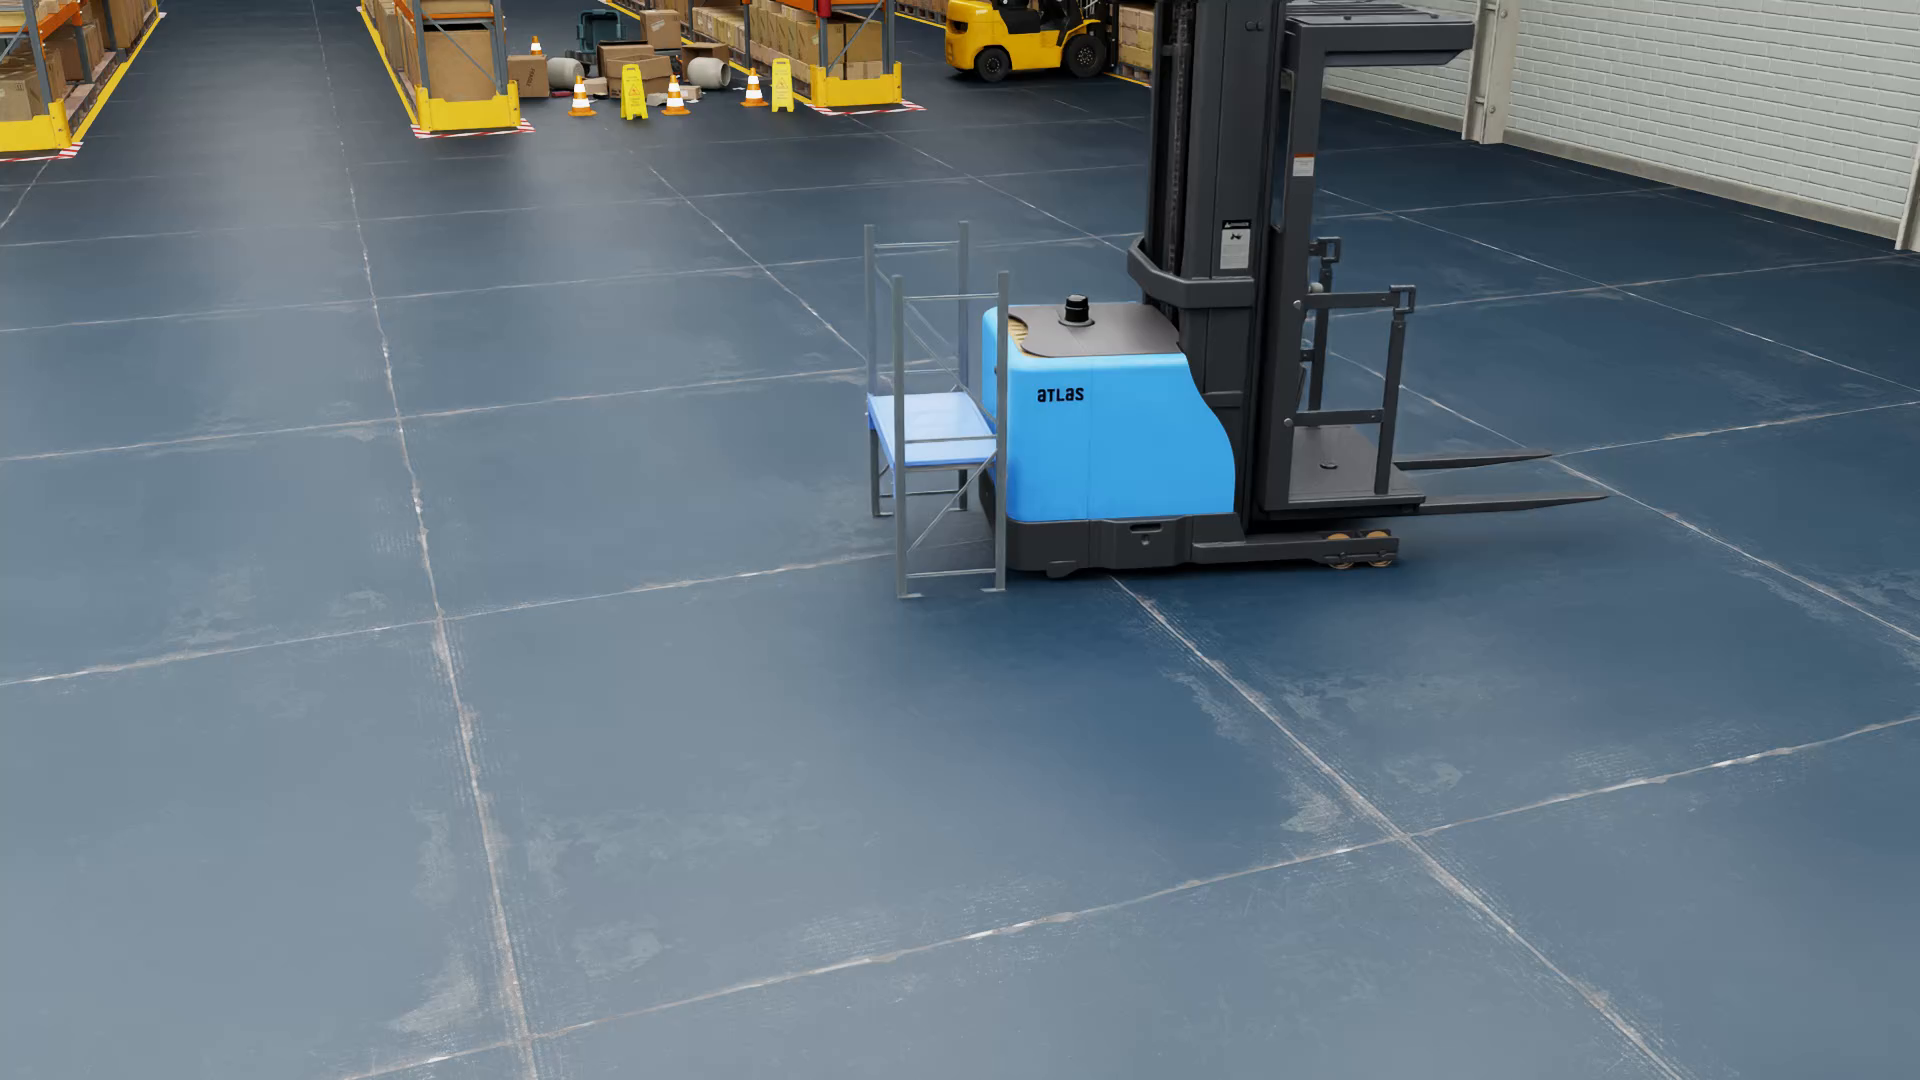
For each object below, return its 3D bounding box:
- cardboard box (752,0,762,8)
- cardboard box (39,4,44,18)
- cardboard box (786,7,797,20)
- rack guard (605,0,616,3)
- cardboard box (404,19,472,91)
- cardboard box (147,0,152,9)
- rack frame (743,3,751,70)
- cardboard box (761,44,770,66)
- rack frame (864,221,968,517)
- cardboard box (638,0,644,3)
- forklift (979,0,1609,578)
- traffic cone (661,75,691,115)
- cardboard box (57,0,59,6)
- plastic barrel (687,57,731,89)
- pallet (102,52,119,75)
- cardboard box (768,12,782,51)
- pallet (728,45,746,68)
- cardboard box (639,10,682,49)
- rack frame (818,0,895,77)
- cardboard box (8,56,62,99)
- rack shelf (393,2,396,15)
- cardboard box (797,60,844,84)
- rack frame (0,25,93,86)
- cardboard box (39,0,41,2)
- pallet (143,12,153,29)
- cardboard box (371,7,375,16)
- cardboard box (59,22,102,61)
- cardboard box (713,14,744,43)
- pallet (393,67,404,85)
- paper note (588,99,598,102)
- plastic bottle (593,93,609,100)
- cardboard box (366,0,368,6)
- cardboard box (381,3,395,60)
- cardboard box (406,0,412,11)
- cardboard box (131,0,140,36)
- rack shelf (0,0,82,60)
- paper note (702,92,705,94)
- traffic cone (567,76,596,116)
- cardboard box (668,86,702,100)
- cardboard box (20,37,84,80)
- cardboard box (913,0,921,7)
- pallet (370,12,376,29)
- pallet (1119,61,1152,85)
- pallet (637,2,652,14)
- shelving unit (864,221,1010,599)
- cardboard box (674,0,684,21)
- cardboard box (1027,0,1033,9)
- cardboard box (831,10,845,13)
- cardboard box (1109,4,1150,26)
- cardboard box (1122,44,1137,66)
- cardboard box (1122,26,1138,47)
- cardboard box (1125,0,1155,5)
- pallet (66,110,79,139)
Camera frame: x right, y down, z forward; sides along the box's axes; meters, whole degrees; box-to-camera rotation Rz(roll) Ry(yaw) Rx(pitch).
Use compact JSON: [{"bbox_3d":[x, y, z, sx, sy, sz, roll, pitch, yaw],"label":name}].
[{"bbox_3d":[-2.801,-7.827,24.158,0.380,0.149,0.250,-8,24,-18],"label":"cardboard box"},{"bbox_3d":[-10.733,-6.043,19.049,0.380,0.149,0.250,-8,24,-19],"label":"cardboard box"},{"bbox_3d":[-2.137,-7.150,22.551,0.380,0.149,0.250,-8,24,-18],"label":"cardboard box"},{"bbox_3d":[-6.993,-11.779,35.552,1.175,0.500,0.348,-8,24,-19],"label":"rack guard"},{"bbox_3d":[-6.541,-6.163,21.206,0.875,0.875,0.875,-9,24,-20],"label":"cardboard box"},{"bbox_3d":[-15.954,-10.555,31.625,0.875,0.875,0.875,-8,24,-19],"label":"cardboard box"},{"bbox_3d":[-2.745,-8.561,24.701,1.000,3.000,0.127,-8,24,-19],"label":"rack frame"},{"bbox_3d":[-2.590,-7.044,24.100,0.500,0.250,0.500,-7,24,-16],"label":"cardboard box"},{"bbox_3d":[-0.209,-0.832,8.292,0.500,1.500,0.032,-4,23,-9],"label":"rack frame"},{"bbox_3d":[-6.010,-11.049,33.361,0.875,0.438,0.875,-9,25,-21],"label":"cardboard box"},{"bbox_3d":[1.657,-1.413,7.829,3.031,2.935,1.130,-3,23,-7],"label":"forklift"},{"bbox_3d":[-3.609,-5.642,21.041,0.336,0.463,0.334,-8,24,-19],"label":"traffic cone"},{"bbox_3d":[-11.149,-6.501,20.136,0.380,0.149,0.250,-8,24,-19],"label":"cardboard box"},{"bbox_3d":[-3.478,-6.464,23.041,0.512,0.421,0.421,8,24,18],"label":"plastic barrel"},{"bbox_3d":[-13.155,-7.086,24.791,1.003,0.211,1.213,-8,24,-19],"label":"pallet"},{"bbox_3d":[-2.408,-7.201,23.506,0.500,0.500,0.500,-7,24,-16],"label":"cardboard box"},{"bbox_3d":[-3.022,-7.559,25.913,1.003,0.211,1.213,-8,24,-19],"label":"pallet"},{"bbox_3d":[-4.400,-7.503,24.434,0.500,0.500,0.500,-8,24,-19],"label":"cardboard box"},{"bbox_3d":[-1.332,-7.108,21.252,1.000,3.000,0.127,-8,24,-19],"label":"rack frame"},{"bbox_3d":[-11.410,-5.671,20.520,0.500,0.500,0.500,-11,25,-24],"label":"cardboard box"},{"bbox_3d":[-8.047,-8.241,24.866,1.077,0.370,4.000,-8,24,-19],"label":"rack shelf"},{"bbox_3d":[-1.878,-6.300,22.335,0.500,0.250,0.500,-8,24,-19],"label":"cardboard box"},{"bbox_3d":[-12.016,-7.202,21.475,1.000,3.000,0.127,-8,24,-19],"label":"rack frame"},{"bbox_3d":[-11.197,-6.488,19.269,0.875,0.500,0.500,-8,24,-19],"label":"cardboard box"},{"bbox_3d":[-15.473,-9.555,30.647,1.003,0.211,1.213,-8,24,-19],"label":"pallet"},{"bbox_3d":[-10.624,-9.728,30.598,0.380,0.149,0.250,-8,24,-18],"label":"cardboard box"},{"bbox_3d":[-12.966,-7.266,24.278,0.700,0.500,0.500,-10,25,-23],"label":"cardboard box"},{"bbox_3d":[-3.437,-8.247,26.798,0.950,0.372,0.625,-8,24,-17],"label":"cardboard box"},{"bbox_3d":[-7.683,-6.831,24.185,1.003,0.211,1.213,-8,24,-19],"label":"pallet"},{"bbox_3d":[-4.878,-5.811,22.000,0.144,0.017,0.142,0,23,-1],"label":"paper note"},{"bbox_3d":[-4.834,-5.960,22.312,0.133,0.061,0.283,-18,29,-37],"label":"plastic bottle"},{"bbox_3d":[-11.443,-10.570,32.597,0.380,0.149,0.250,-8,24,-18],"label":"cardboard box"},{"bbox_3d":[-7.981,-7.567,24.696,1.050,0.750,0.750,-8,24,-19],"label":"cardboard box"},{"bbox_3d":[-6.315,-6.787,20.297,0.875,0.550,0.550,-8,24,-19],"label":"cardboard box"},{"bbox_3d":[-14.281,-8.769,27.387,1.225,0.875,0.875,-9,25,-21],"label":"cardboard box"},{"bbox_3d":[-11.310,-6.144,19.890,1.077,0.370,4.000,-8,24,-19],"label":"rack shelf"},{"bbox_3d":[-3.504,-6.118,22.752,0.032,0.001,0.123,-8,24,-19],"label":"paper note"},{"bbox_3d":[-4.786,-5.611,20.967,0.336,0.463,0.334,-8,24,-19],"label":"traffic cone"},{"bbox_3d":[-3.685,-5.993,22.278,0.380,0.149,0.250,4,23,9],"label":"cardboard box"},{"bbox_3d":[-12.213,-6.479,22.411,0.700,0.500,0.500,-10,25,-23],"label":"cardboard box"},{"bbox_3d":[-0.599,-10.612,32.243,0.500,0.500,0.500,-9,25,-21],"label":"cardboard box"},{"bbox_3d":[-10.437,-9.707,31.008,1.003,0.211,1.213,-8,24,-19],"label":"pallet"},{"bbox_3d":[3.001,-6.778,24.059,1.003,0.211,1.213,-8,24,-19],"label":"pallet"},{"bbox_3d":[-5.767,-10.470,32.820,1.003,0.211,1.213,-8,24,-19],"label":"pallet"},{"bbox_3d":[-0.125,-0.637,7.830,0.538,1.500,1.048,-4,23,-9],"label":"shelving unit"},{"bbox_3d":[-4.636,-9.816,29.873,0.875,0.875,0.875,-8,24,-18],"label":"cardboard box"},{"bbox_3d":[1.435,-8.814,27.817,0.875,0.625,0.625,-9,24,-20],"label":"cardboard box"},{"bbox_3d":[-1.922,-7.286,23.708,0.500,0.500,0.500,-7,24,-16],"label":"cardboard box"},{"bbox_3d":[2.482,-7.669,24.295,0.500,0.250,0.500,-8,24,-18],"label":"cardboard box"},{"bbox_3d":[2.682,-7.026,24.058,0.500,0.250,0.500,-8,24,-19],"label":"cardboard box"},{"bbox_3d":[2.679,-7.265,23.981,0.500,0.250,0.500,-9,24,-20],"label":"cardboard box"},{"bbox_3d":[2.796,-7.930,24.914,0.500,0.250,0.500,-9,24,-20],"label":"cardboard box"},{"bbox_3d":[-10.884,-4.791,19.345,1.003,0.211,1.213,-8,24,-19],"label":"pallet"}]
